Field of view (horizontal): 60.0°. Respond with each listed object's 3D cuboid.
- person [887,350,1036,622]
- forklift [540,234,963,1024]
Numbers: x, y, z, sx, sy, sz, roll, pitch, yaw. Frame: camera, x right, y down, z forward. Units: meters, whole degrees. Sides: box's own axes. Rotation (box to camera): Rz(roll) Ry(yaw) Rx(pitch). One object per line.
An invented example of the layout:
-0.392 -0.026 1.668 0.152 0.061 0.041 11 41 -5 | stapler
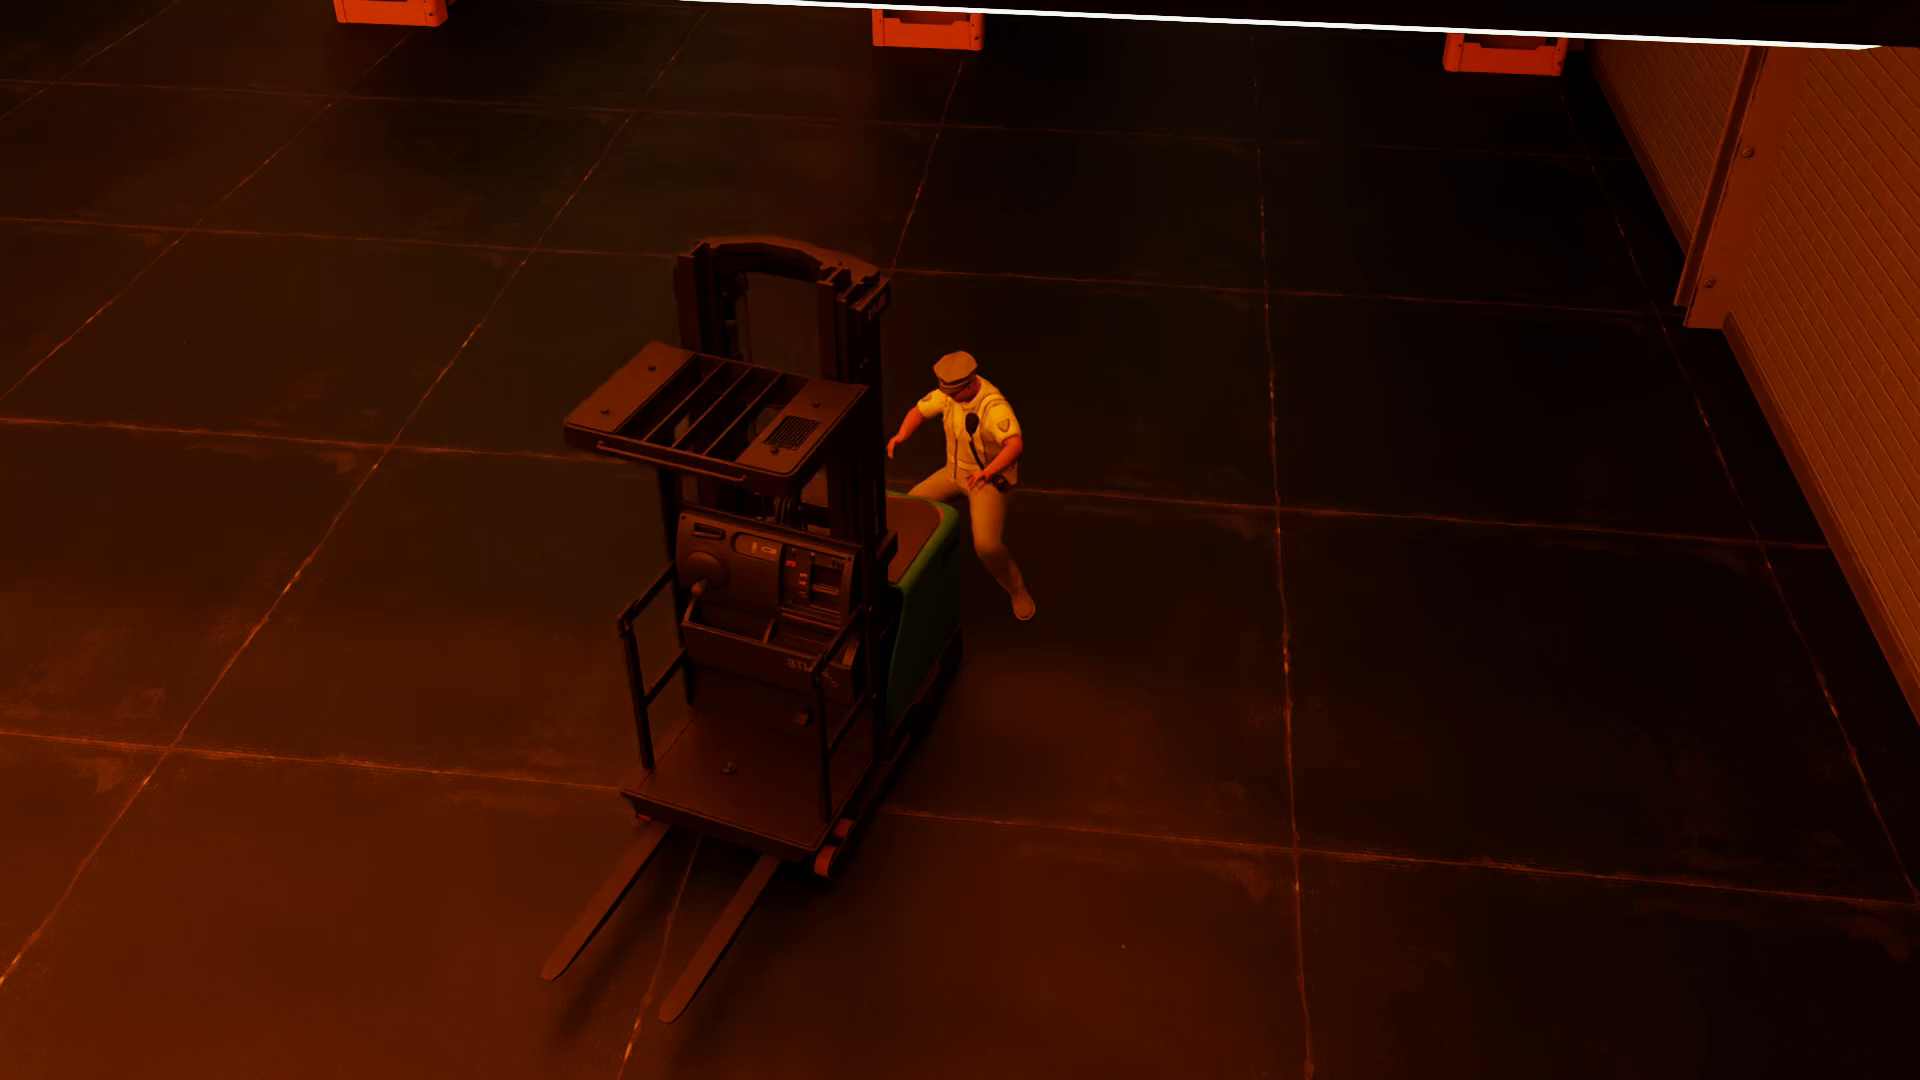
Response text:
-0.005 -0.355 9.696 0.742 1.519 1.154 -25 43 -30 | person
-1.008 0.205 7.752 1.130 2.935 3.031 14 38 18 | forklift
